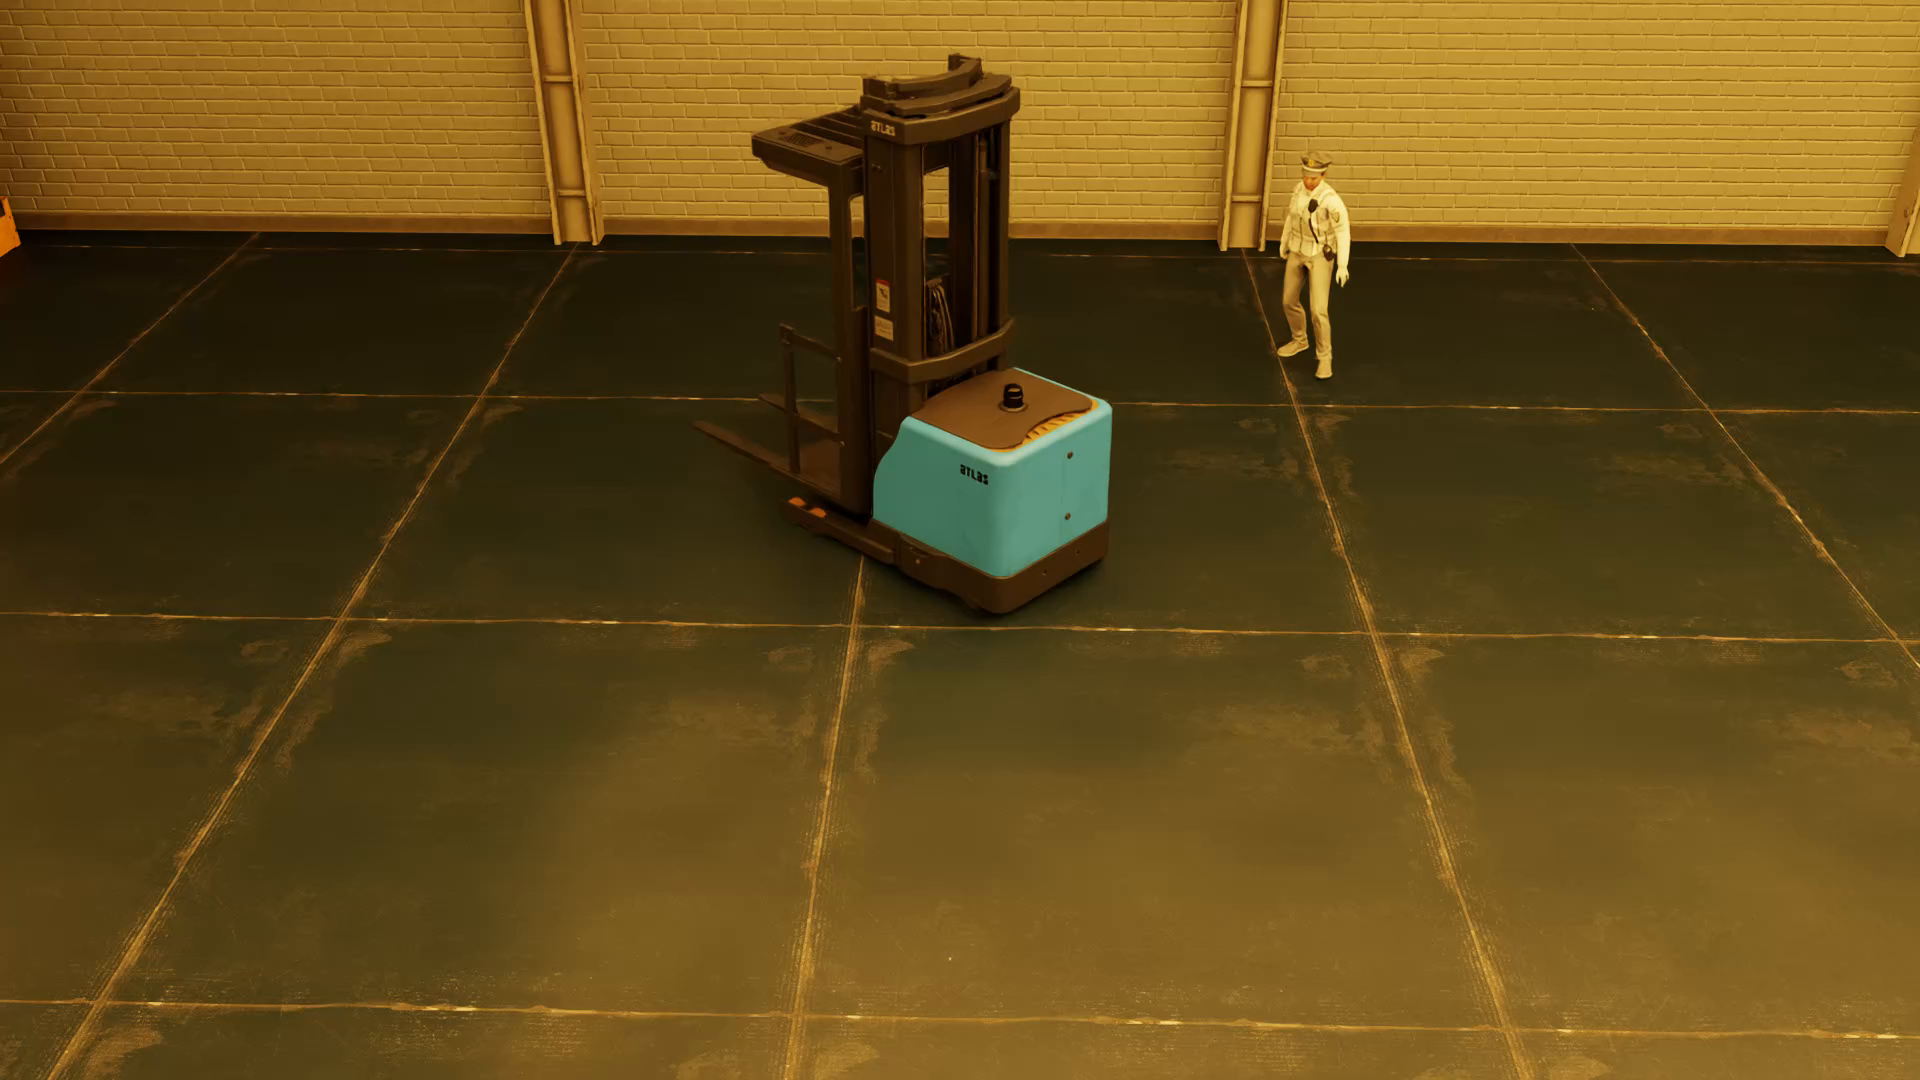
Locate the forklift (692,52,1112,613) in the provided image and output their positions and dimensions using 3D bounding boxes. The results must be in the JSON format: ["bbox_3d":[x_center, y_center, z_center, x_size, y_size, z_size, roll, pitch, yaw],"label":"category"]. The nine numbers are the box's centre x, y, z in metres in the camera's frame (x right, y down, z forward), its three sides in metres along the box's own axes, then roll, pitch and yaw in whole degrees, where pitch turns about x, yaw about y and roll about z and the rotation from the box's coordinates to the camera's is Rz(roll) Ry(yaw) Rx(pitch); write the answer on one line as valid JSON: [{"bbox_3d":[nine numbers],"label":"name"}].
[{"bbox_3d":[-0.511,-1.471,10.110,3.031,2.935,1.130,25,39,36],"label":"forklift"}]

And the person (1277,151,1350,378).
[{"bbox_3d":[2.639,-2.108,12.473,0.376,1.638,0.780,-20,36,-31],"label":"person"}]
